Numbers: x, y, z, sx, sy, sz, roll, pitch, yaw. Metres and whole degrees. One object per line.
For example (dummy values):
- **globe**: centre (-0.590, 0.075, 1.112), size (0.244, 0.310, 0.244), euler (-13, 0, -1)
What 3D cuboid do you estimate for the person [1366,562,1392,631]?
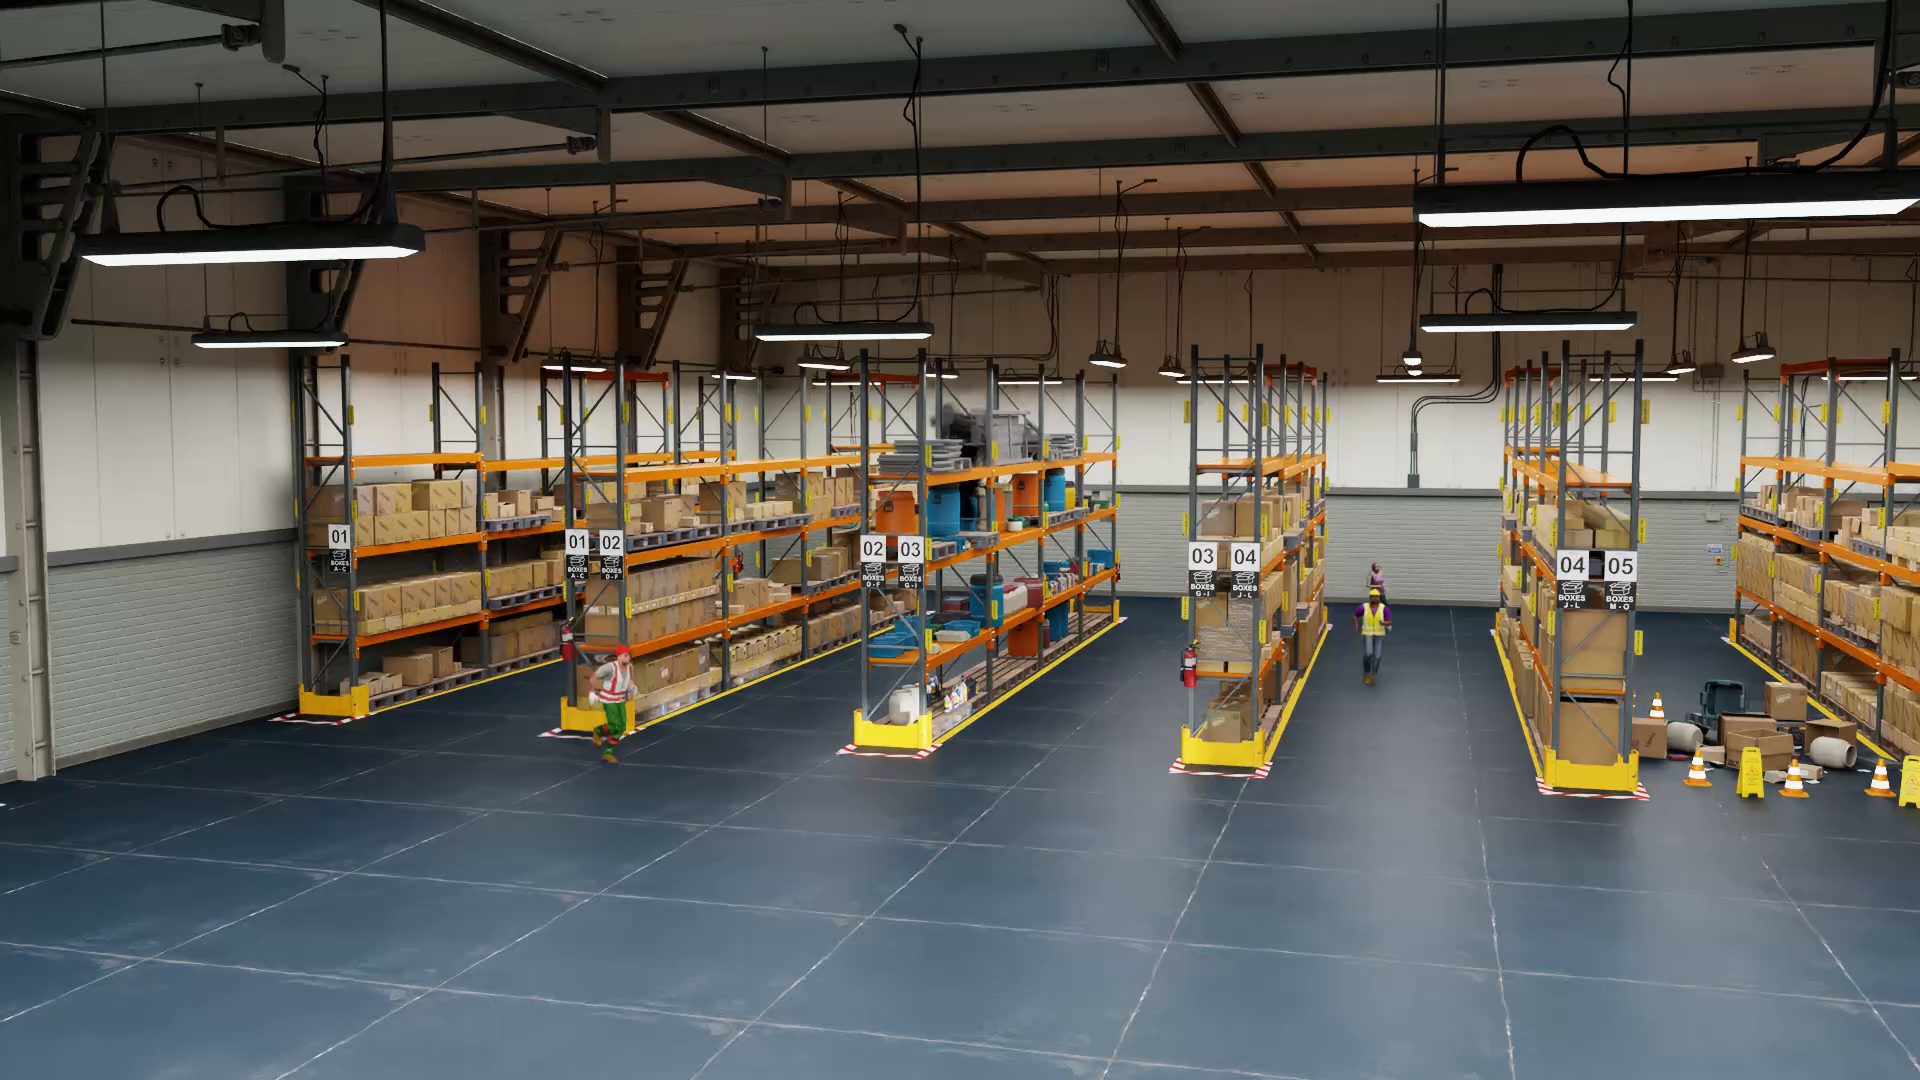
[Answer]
- **person**: centre (9.702, 1.312, 38.877), size (0.557, 1.601, 0.810), euler (-1, 5, -18)

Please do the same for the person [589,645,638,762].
- **person**: centre (-5.008, 2.361, 24.079), size (0.750, 1.714, 0.653), euler (3, 5, 31)

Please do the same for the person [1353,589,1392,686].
- **person**: centre (7.685, 1.807, 30.931), size (0.670, 1.801, 0.728), euler (0, 4, 6)

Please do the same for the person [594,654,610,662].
- **person**: centre (-6.458, 1.878, 30.019), size (0.665, 1.746, 0.620), euler (1, 4, 14)
